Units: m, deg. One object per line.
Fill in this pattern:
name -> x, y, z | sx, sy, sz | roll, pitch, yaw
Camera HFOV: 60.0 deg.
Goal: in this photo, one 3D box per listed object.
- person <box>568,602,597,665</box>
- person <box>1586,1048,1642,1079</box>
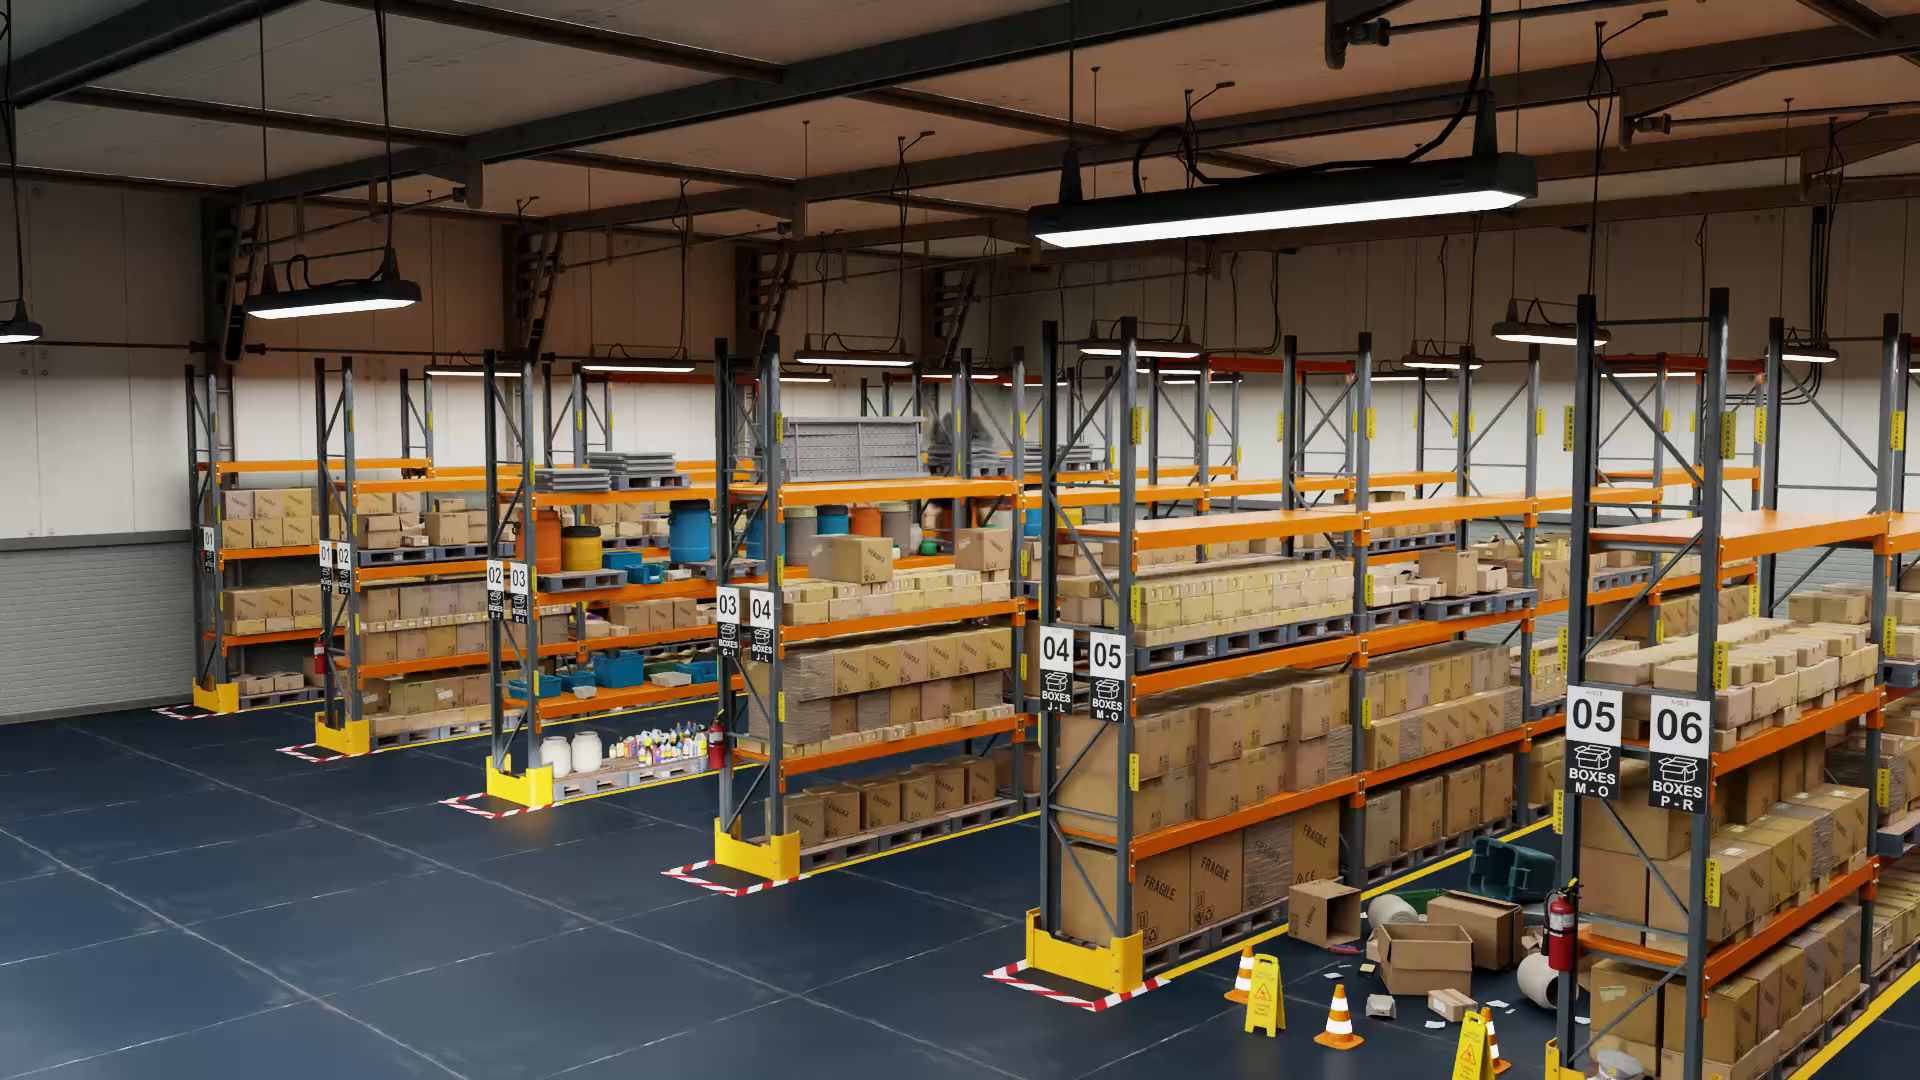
person -> -6.901, 1.953, 30.640 | 0.715, 1.734, 0.983 | 3, 5, 35
person -> 3.715, 3.639, 9.535 | 0.633, 1.578, 0.715 | -4, 6, -42
